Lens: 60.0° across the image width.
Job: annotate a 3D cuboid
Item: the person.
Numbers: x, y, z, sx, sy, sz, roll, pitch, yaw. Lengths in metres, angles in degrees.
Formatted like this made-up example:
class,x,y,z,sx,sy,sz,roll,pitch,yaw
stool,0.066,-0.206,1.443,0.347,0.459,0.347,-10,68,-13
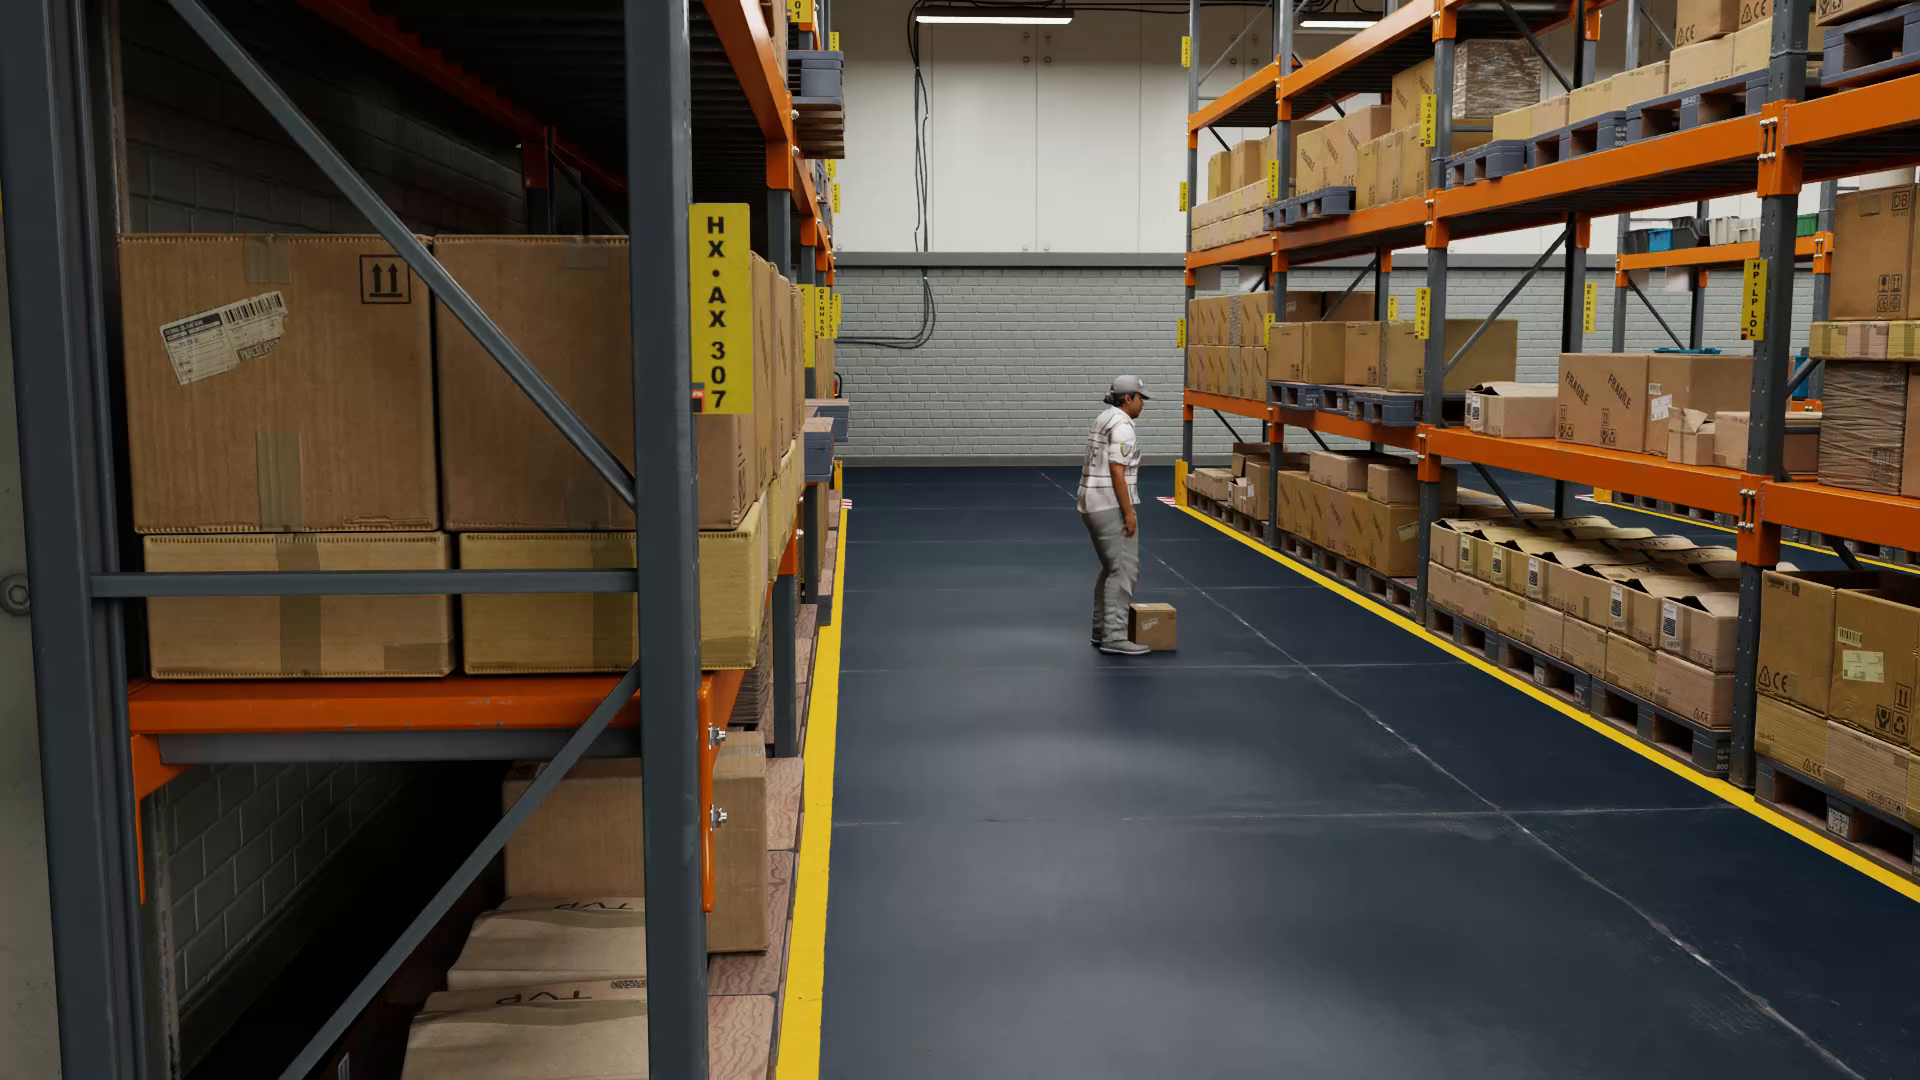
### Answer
class,x,y,z,sx,sy,sz,roll,pitch,yaw
person,0.960,-0.167,10.088,0.468,1.666,0.564,-1,7,-7
